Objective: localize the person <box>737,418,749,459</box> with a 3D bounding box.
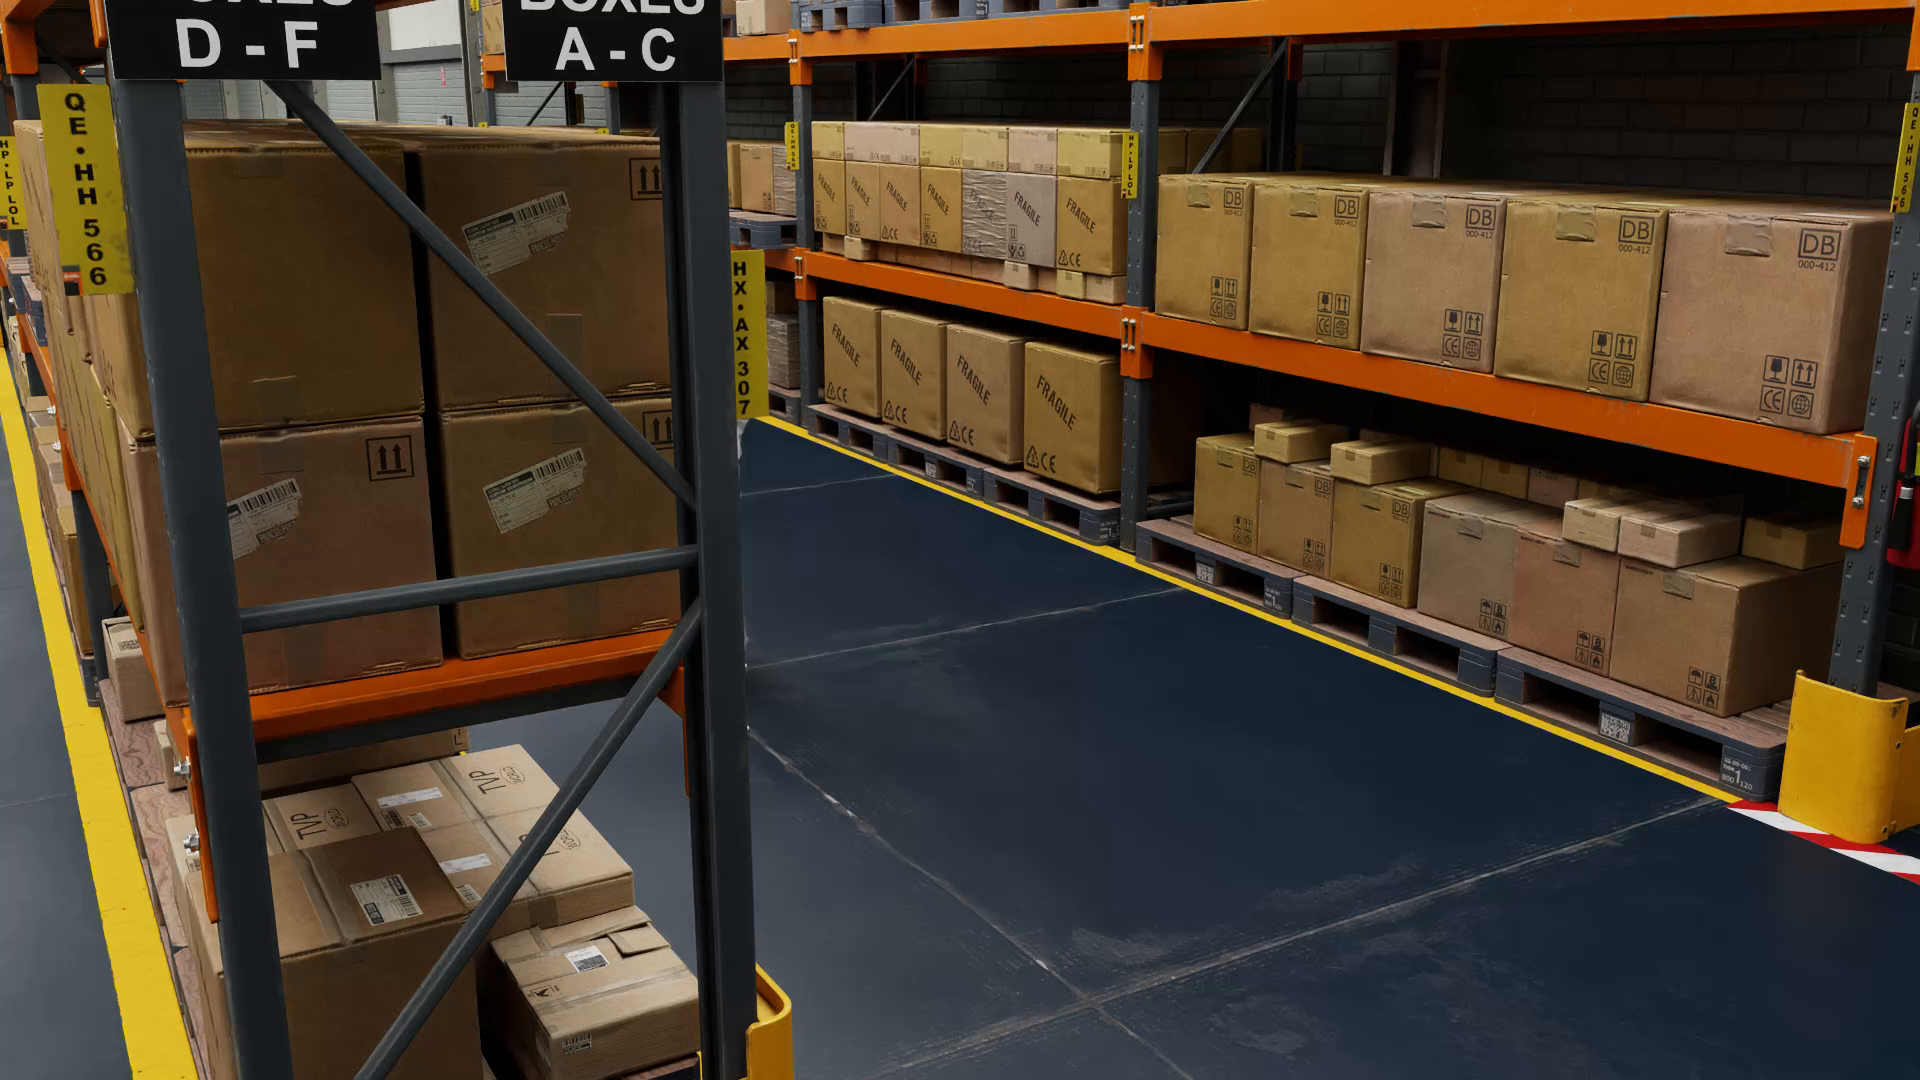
[{"bbox_3d":[-1.100,-0.577,6.915,0.506,0.604,0.324,-11,19,-36],"label":"person"}]
